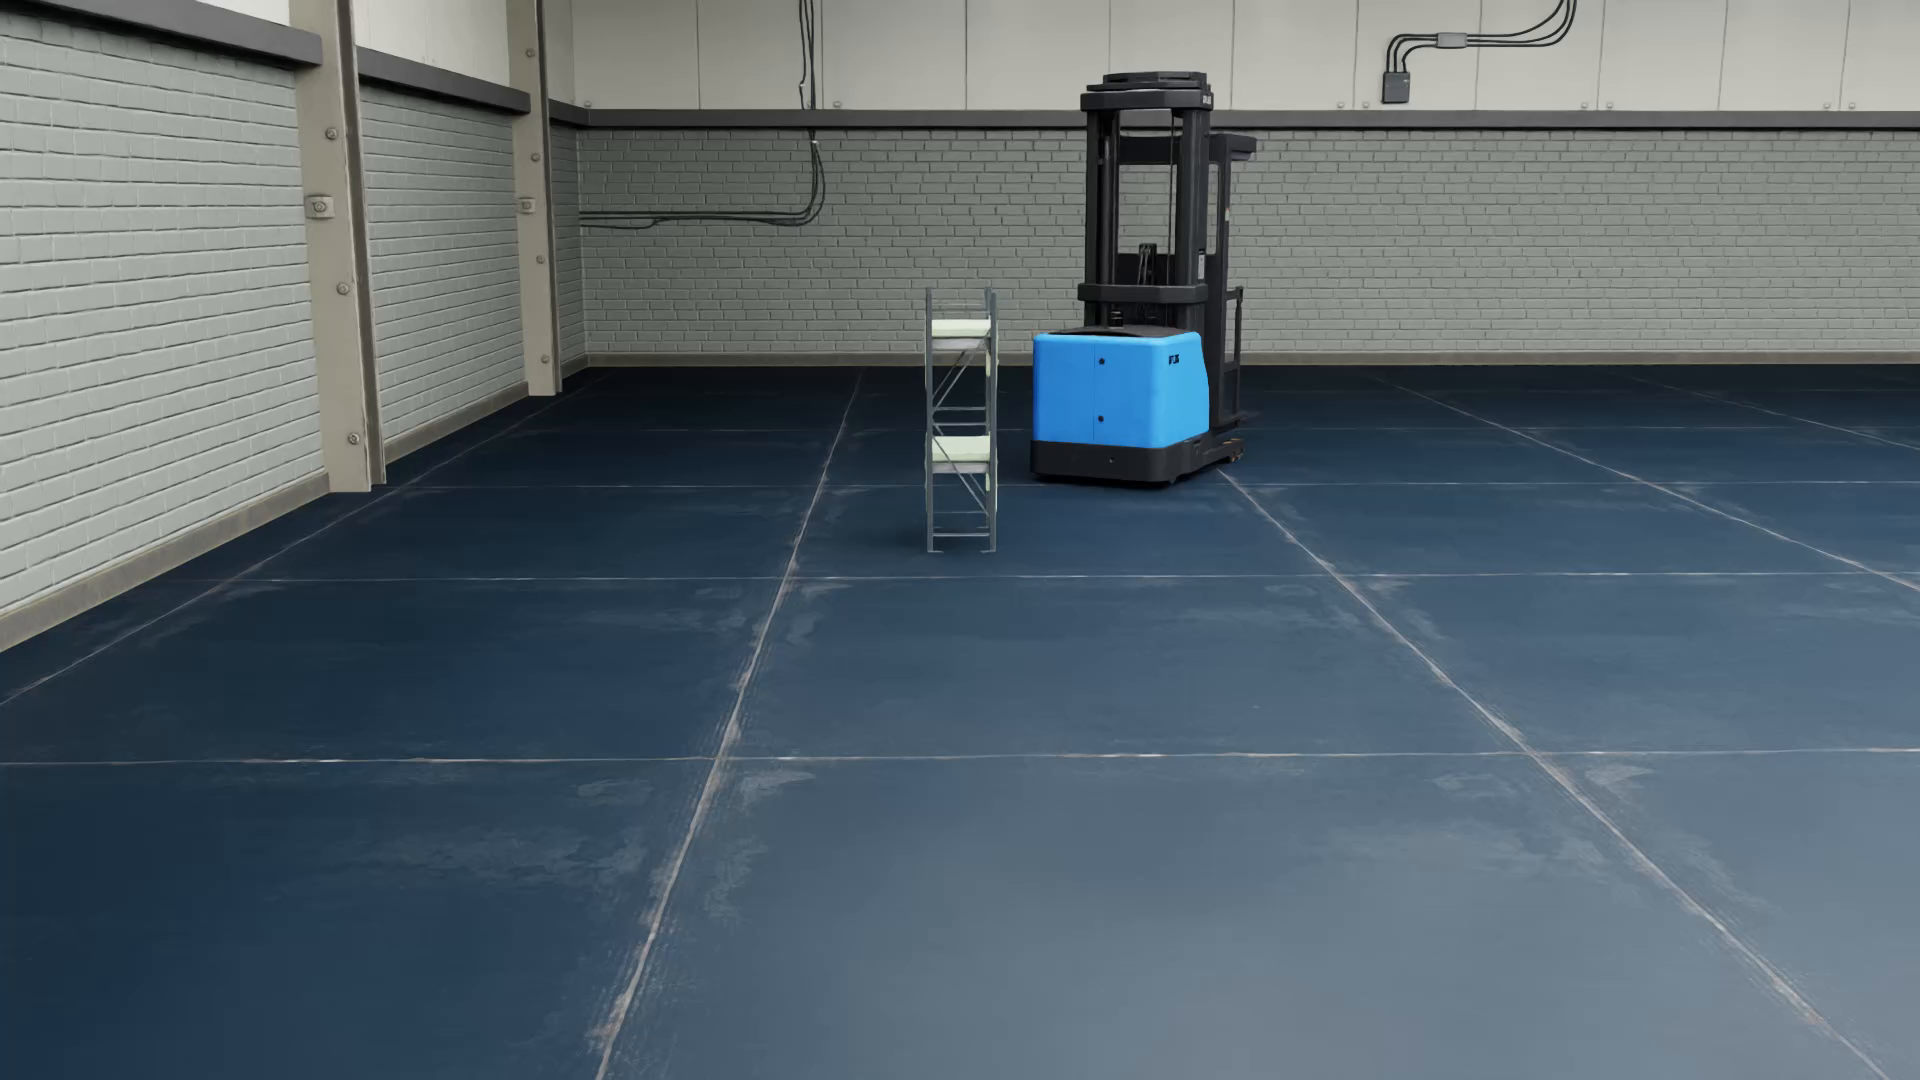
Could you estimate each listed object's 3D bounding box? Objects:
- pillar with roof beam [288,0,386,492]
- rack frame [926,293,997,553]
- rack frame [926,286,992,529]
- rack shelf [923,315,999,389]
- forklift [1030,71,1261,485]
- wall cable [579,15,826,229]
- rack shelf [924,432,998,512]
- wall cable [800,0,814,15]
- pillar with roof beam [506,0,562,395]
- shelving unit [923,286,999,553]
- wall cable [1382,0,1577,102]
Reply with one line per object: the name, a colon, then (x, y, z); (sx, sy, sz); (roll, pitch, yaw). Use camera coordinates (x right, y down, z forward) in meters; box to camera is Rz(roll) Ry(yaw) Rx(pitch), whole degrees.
pillar with roof beam: (-0.022, -4.805, 11.109); (9.100, 9.000, 0.400); (0, 11, -1)
rack frame: (0.007, -0.664, 9.558); (0.400, 1.500, 0.023); (0, 11, -1)
rack frame: (-0.008, -0.809, 10.275); (0.400, 1.500, 0.023); (0, 11, -1)
rack shelf: (0.000, -1.119, 9.839); (0.431, 0.370, 0.720); (0, 11, -1)
forklift: (1.624, -2.082, 12.950); (1.130, 2.935, 3.031); (6, 13, 26)
wall cable: (-3.189, -5.049, 20.123); (3.097, 2.526, 0.112); (0, 11, -1)
rack shelf: (0.000, -0.417, 9.981); (0.431, 0.370, 0.720); (0, 11, -1)
wall cable: (-0.485, -7.535, 19.676); (3.097, 2.526, 0.112); (0, 11, -1)
pillar with roof beam: (-0.146, -5.997, 16.988); (9.100, 9.000, 0.400); (0, 11, -1)
shelving unit: (0.000, -0.736, 9.917); (0.431, 1.500, 0.755); (0, 11, -1)
wall cable: (6.302, -8.273, 19.653); (2.305, 6.003, 0.169); (0, 11, -1)
